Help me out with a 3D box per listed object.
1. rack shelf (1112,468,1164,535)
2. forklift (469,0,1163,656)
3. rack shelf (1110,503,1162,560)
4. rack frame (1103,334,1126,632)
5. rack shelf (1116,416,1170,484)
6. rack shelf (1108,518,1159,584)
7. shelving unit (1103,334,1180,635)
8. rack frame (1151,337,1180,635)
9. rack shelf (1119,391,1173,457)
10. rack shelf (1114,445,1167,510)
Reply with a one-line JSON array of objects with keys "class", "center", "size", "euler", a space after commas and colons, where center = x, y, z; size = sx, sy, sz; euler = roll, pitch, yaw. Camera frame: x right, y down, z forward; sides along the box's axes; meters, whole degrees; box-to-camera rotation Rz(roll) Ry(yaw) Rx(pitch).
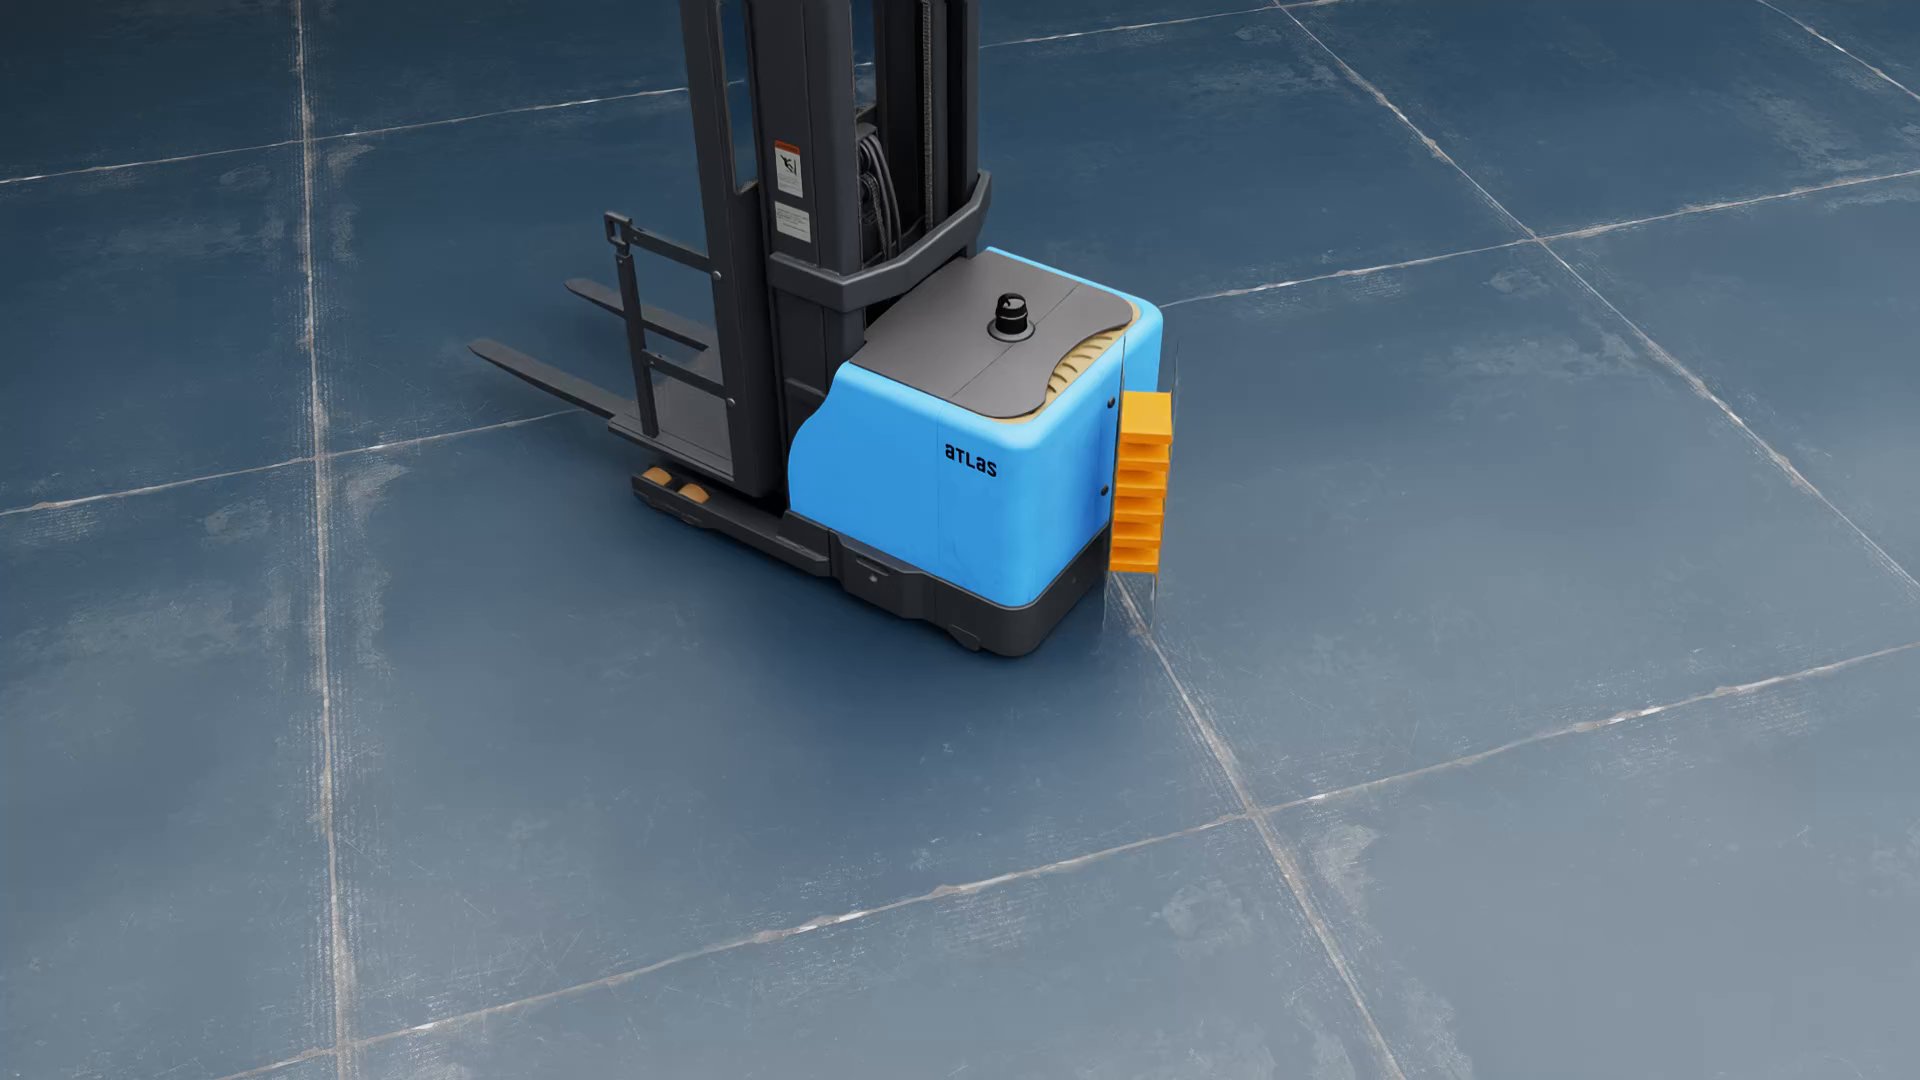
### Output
[{"class": "rack shelf", "center": [0.650, -0.141, 6.067], "size": [0.180, 0.103, 0.258], "euler": [3, 41, 3]}, {"class": "forklift", "center": [-0.746, -1.431, 6.161], "size": [3.031, 2.935, 1.130], "euler": [24, 46, 25]}, {"class": "rack shelf", "center": [0.650, -0.051, 6.146], "size": [0.180, 0.103, 0.258], "euler": [3, 41, 3]}, {"class": "rack frame", "center": [0.559, -0.179, 6.043], "size": [0.006, 1.200, 0.240], "euler": [3, 41, 3]}, {"class": "rack shelf", "center": [0.650, -0.322, 5.909], "size": [0.180, 0.103, 0.258], "euler": [3, 41, 3]}, {"class": "rack shelf", "center": [0.649, 0.040, 6.225], "size": [0.180, 0.103, 0.258], "euler": [3, 41, 3]}, {"class": "shelving unit", "center": [0.650, -0.174, 6.037], "size": [0.189, 1.200, 0.258], "euler": [3, 41, 3]}, {"class": "rack frame", "center": [0.741, -0.169, 6.032], "size": [0.006, 1.200, 0.240], "euler": [3, 41, 3]}, {"class": "rack shelf", "center": [0.650, -0.412, 5.830], "size": [0.180, 0.103, 0.258], "euler": [3, 41, 3]}, {"class": "rack shelf", "center": [0.650, -0.231, 5.988], "size": [0.180, 0.103, 0.258], "euler": [3, 41, 3]}]
